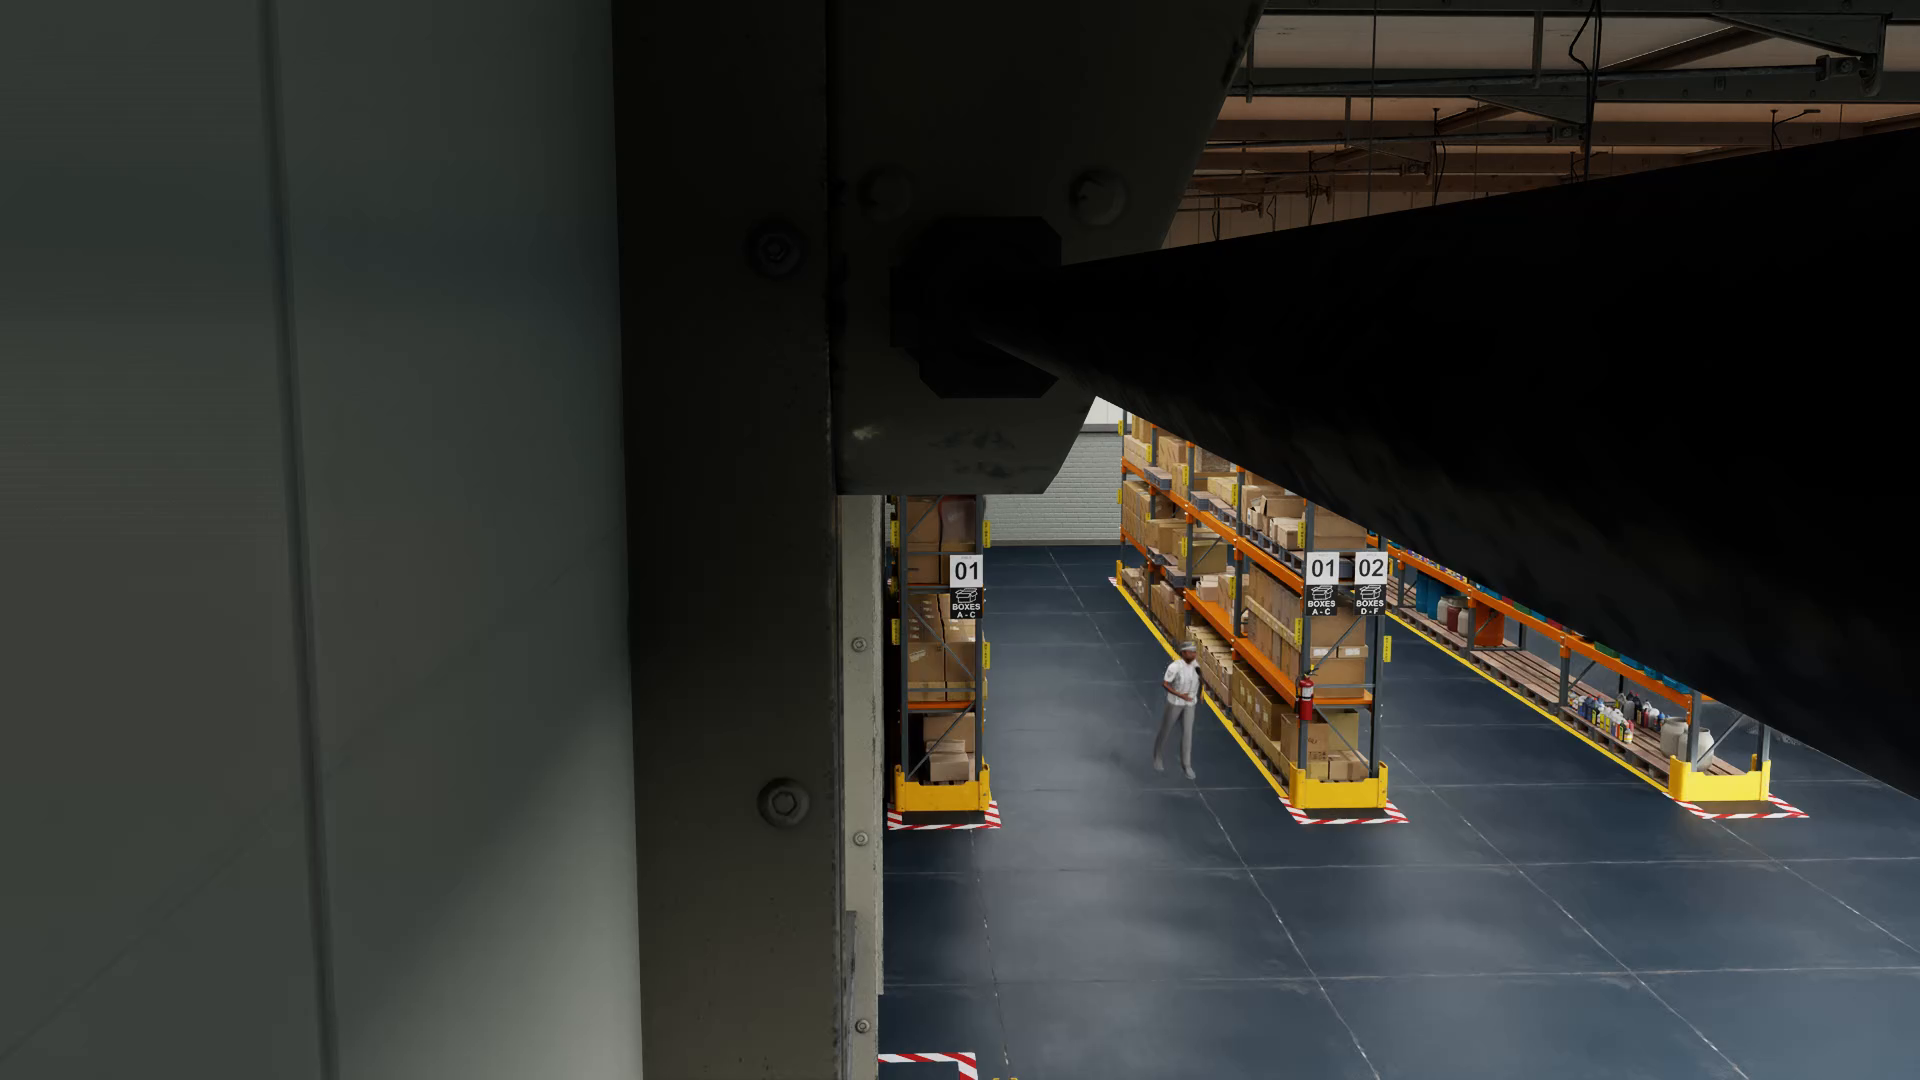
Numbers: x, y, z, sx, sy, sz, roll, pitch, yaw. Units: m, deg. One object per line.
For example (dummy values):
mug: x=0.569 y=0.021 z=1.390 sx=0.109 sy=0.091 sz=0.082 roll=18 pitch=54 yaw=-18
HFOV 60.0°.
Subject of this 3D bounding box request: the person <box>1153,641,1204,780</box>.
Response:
person: x=2.848 y=2.118 z=21.142 sx=0.627 sy=1.741 sz=0.801 roll=-4 pitch=9 yaw=-23
